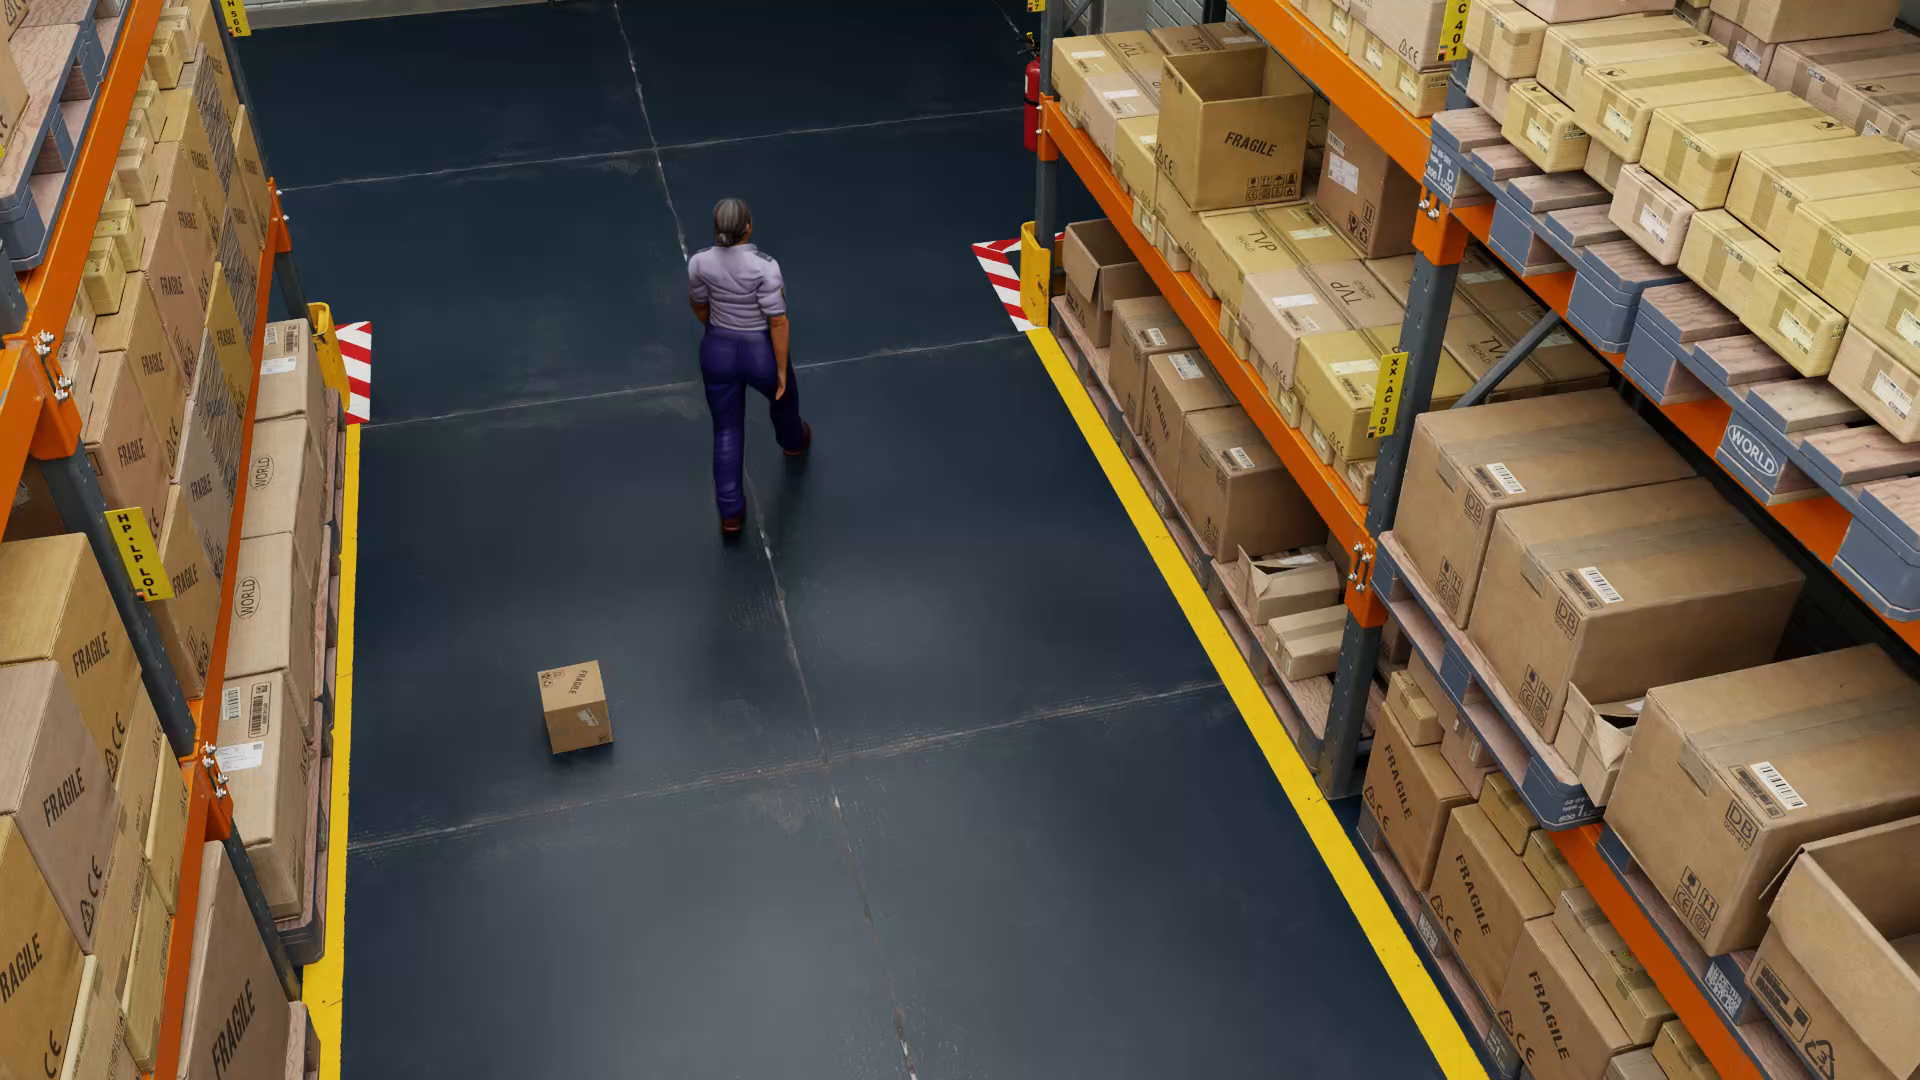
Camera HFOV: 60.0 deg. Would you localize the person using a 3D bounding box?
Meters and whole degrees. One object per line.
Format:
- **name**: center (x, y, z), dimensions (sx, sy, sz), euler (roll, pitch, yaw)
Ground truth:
- **person**: center (-1.007, -0.919, 7.874), dimensions (0.495, 1.578, 0.972), euler (4, 39, 5)
